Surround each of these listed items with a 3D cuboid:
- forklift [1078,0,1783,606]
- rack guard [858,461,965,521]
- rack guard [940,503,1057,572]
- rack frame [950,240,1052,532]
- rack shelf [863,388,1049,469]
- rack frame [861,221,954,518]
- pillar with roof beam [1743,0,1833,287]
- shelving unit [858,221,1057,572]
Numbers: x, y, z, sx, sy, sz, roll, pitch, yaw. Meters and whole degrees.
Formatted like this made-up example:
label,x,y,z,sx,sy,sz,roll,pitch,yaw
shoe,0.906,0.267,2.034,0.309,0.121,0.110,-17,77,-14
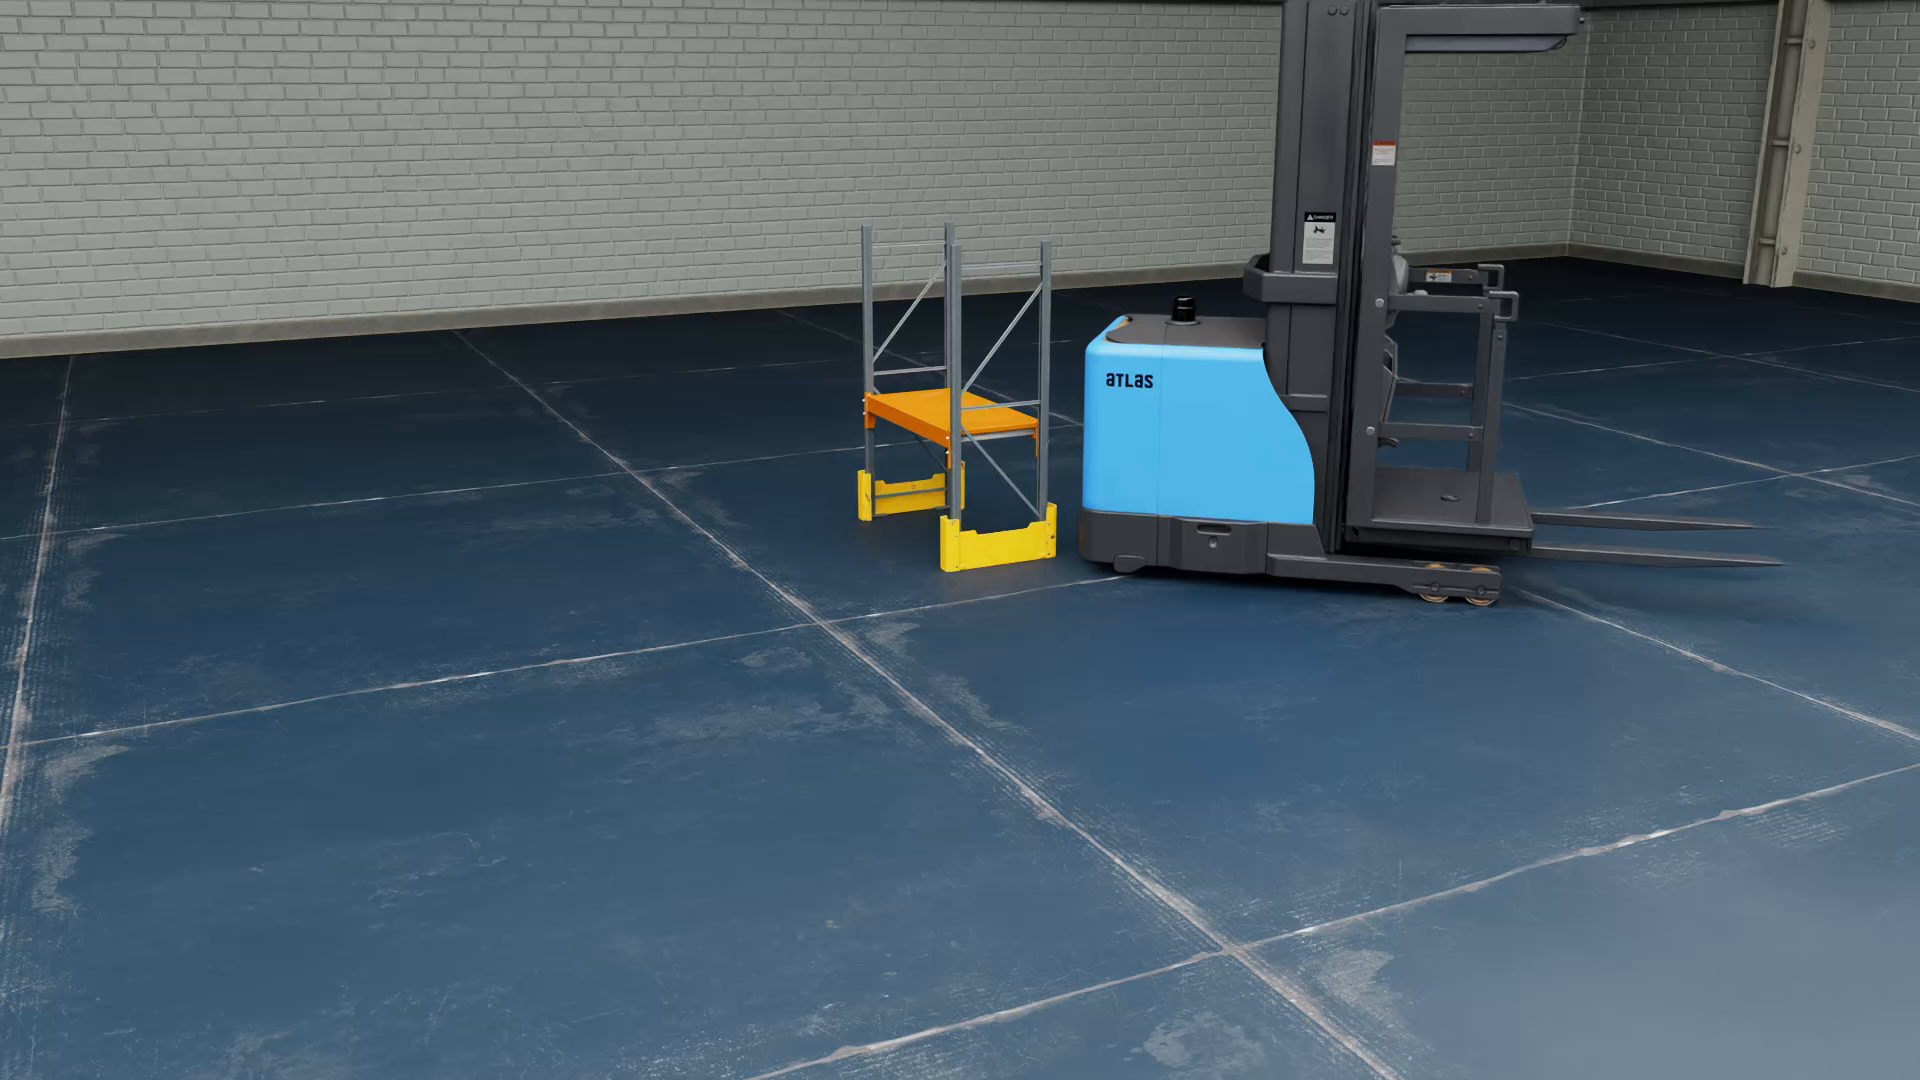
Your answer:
label,x,y,z,sx,sy,sz,roll,pitch,yaw
forklift,2.125,-1.284,7.412,3.031,2.935,1.130,4,16,14
rack guard,-0.252,-0.263,8.712,0.587,0.250,0.087,-8,18,-25
rack guard,0.185,-0.016,7.852,0.587,0.250,0.087,-8,18,-25
rack frame,0.185,-0.616,7.678,0.500,1.500,0.032,-8,18,-25
rack shelf,-0.037,-0.569,8.167,0.538,0.185,1.000,-8,18,-25
rack frame,-0.260,-0.868,8.557,0.500,1.500,0.032,-8,18,-25
pillar with roof beam,4.760,-6.535,14.708,9.100,9.000,0.400,-8,18,-25
shelving unit,-0.033,-0.740,8.110,0.587,1.500,1.083,-8,18,-25
